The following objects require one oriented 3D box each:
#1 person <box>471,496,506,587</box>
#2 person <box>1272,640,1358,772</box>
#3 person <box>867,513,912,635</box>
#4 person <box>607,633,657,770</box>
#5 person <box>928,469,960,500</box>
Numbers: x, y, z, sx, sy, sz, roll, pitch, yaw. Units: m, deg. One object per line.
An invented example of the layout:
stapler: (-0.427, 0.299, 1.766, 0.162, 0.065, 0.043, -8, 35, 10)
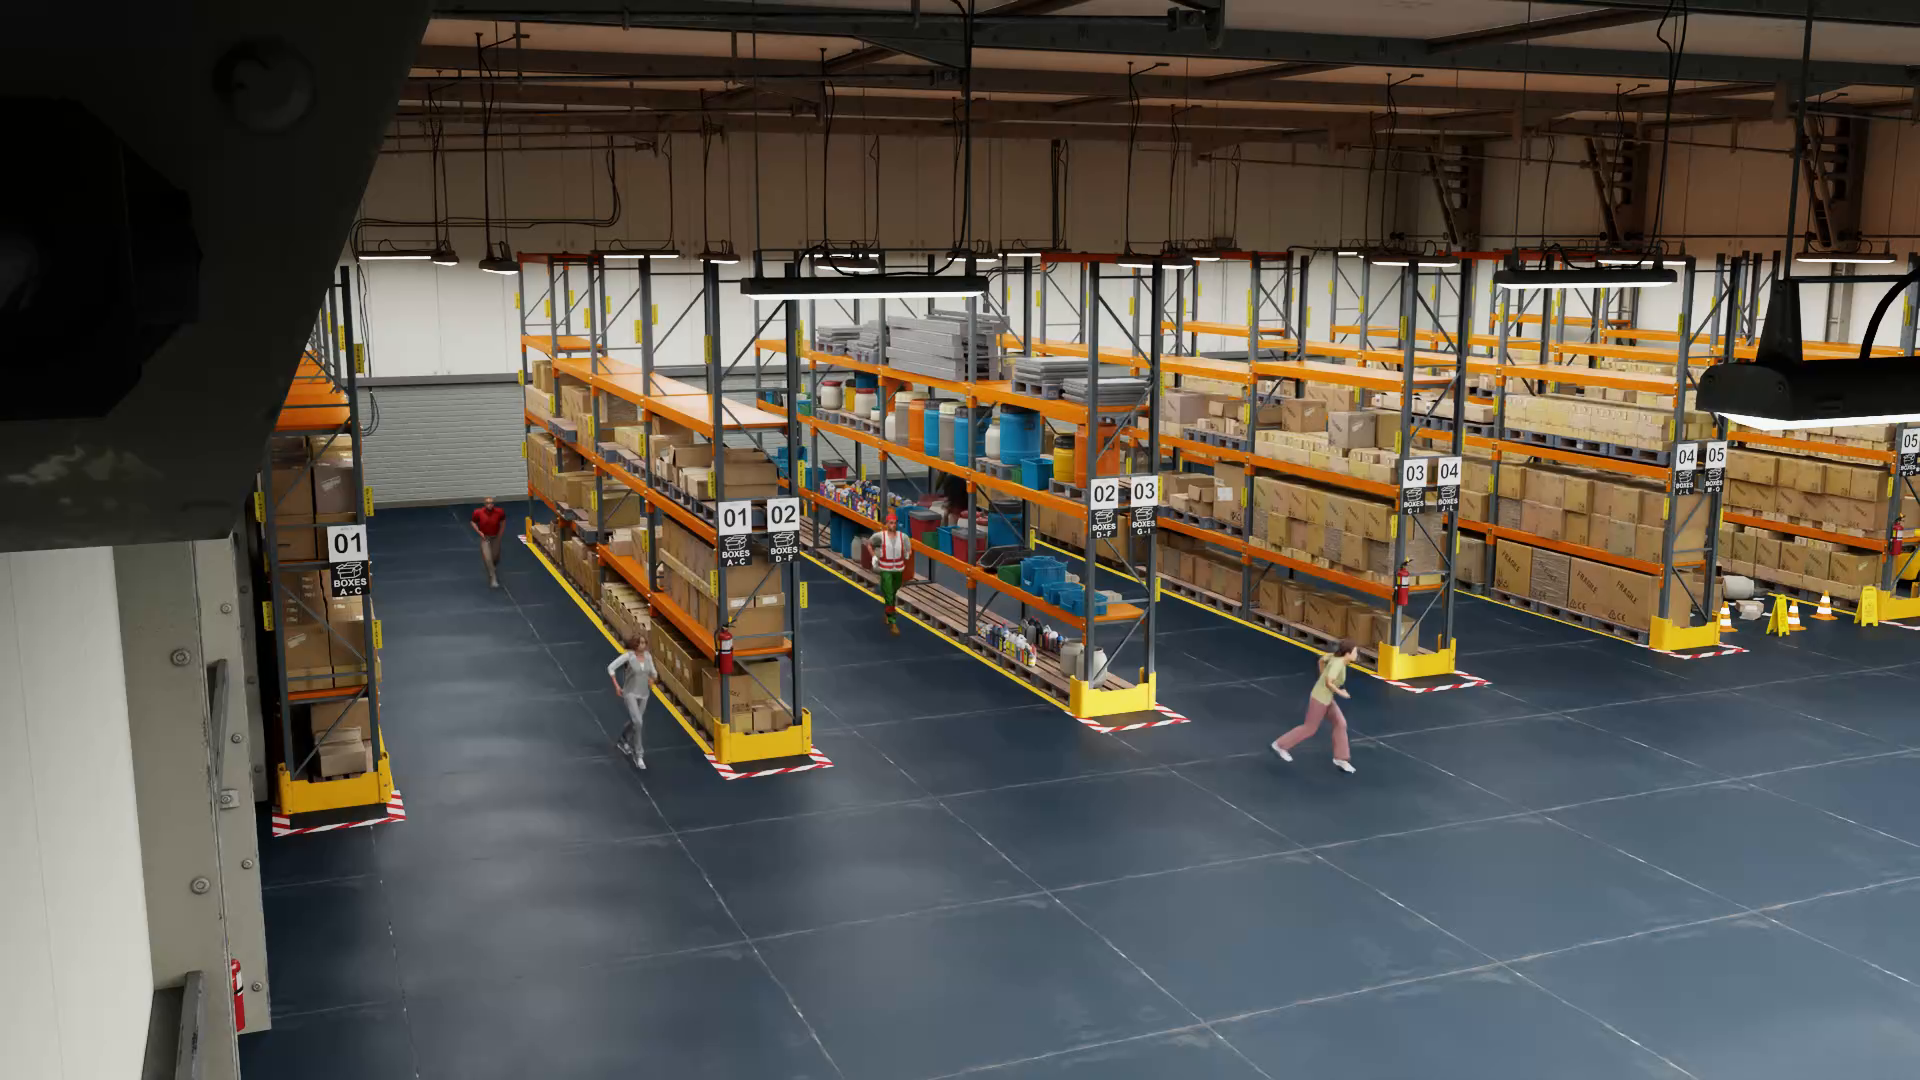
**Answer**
person: (-8.649, -0.011, 30.552, 0.638, 1.677, 0.824, -4, 11, -19)
person: (4.285, 1.976, 19.927, 0.966, 1.622, 0.614, 2, 11, 9)
person: (-1.051, 0.490, 25.675, 0.652, 1.823, 0.913, -4, 11, -19)
person: (-3.944, 1.924, 20.195, 0.551, 1.626, 0.744, -10, 14, -44)
person: (-0.337, -1.835, 40.245, 0.904, 1.842, 0.671, 1, 10, 4)
